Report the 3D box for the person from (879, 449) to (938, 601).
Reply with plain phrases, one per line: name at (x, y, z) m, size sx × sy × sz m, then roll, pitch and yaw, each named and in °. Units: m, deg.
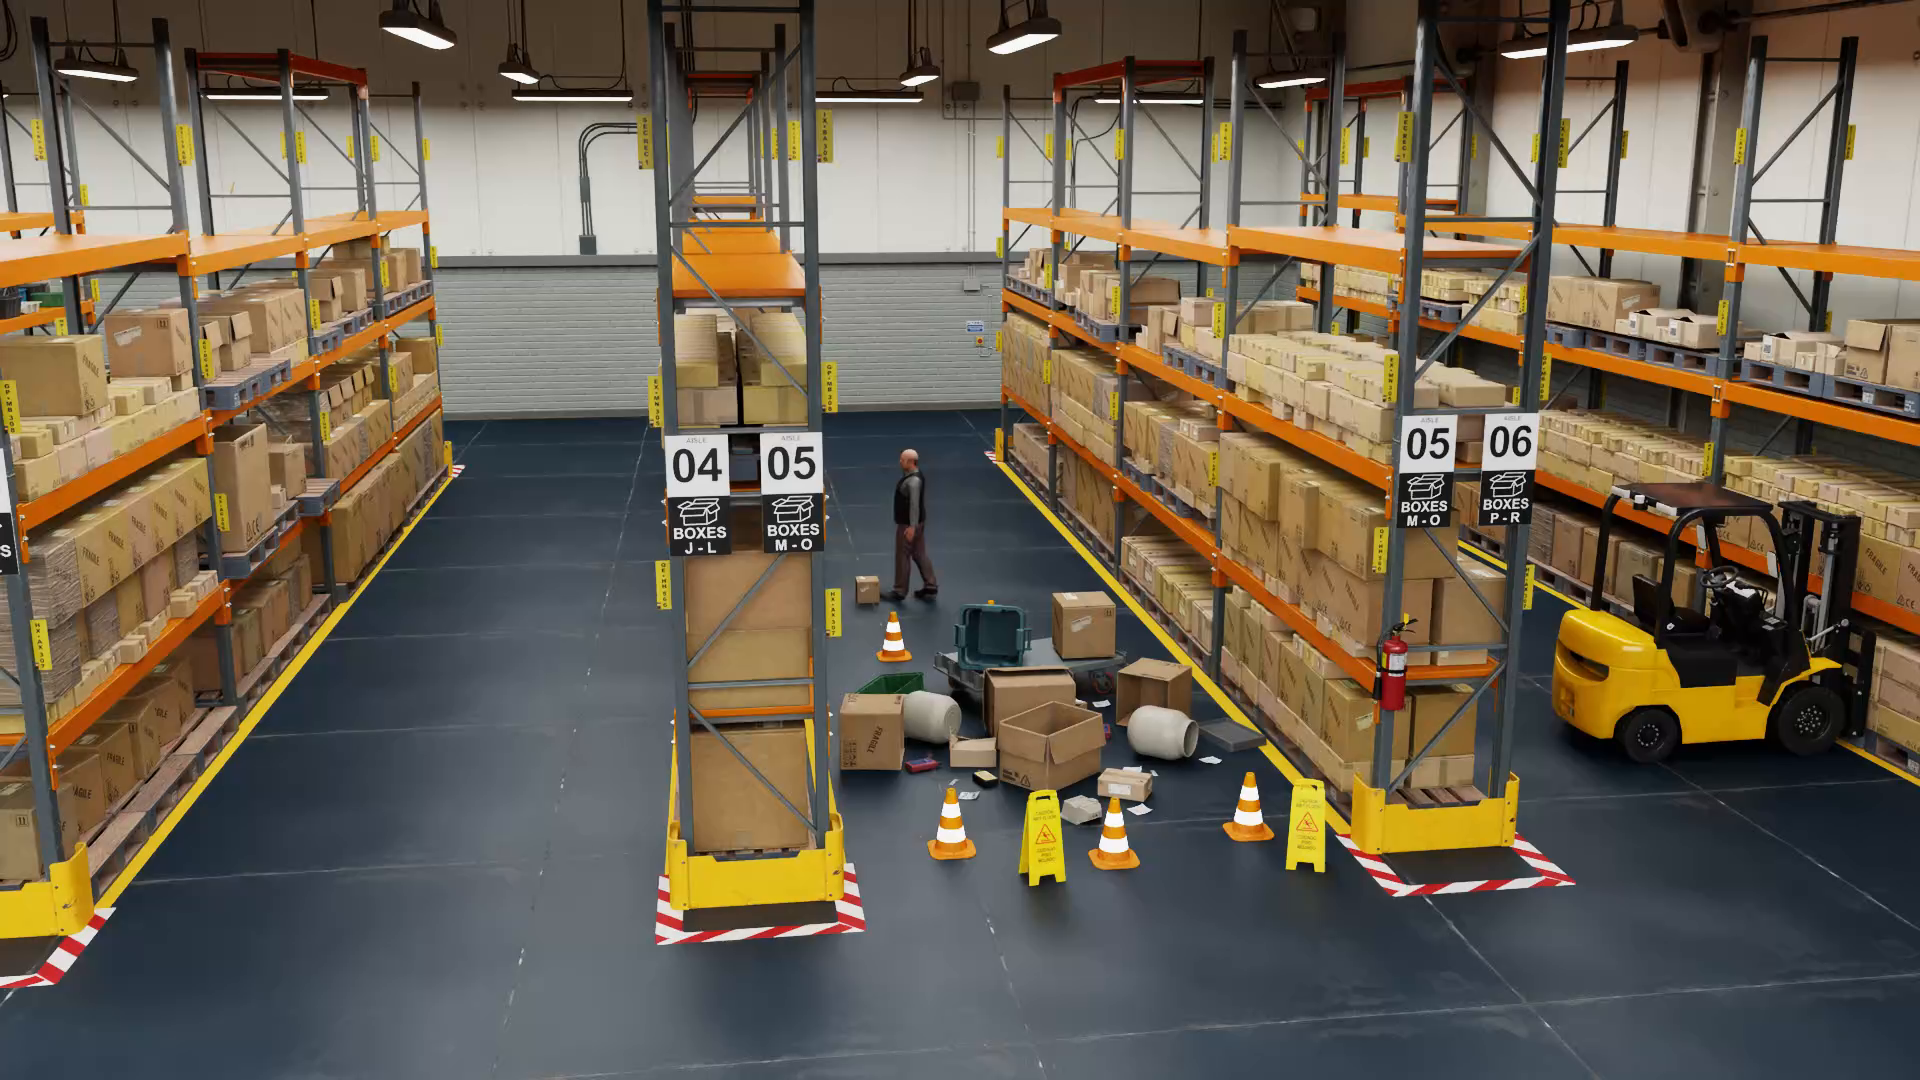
person at (-0.586, -0.175, 18.768) m, size 0.666 × 1.724 × 0.561 m, roll 1°, pitch 13°, yaw 6°
